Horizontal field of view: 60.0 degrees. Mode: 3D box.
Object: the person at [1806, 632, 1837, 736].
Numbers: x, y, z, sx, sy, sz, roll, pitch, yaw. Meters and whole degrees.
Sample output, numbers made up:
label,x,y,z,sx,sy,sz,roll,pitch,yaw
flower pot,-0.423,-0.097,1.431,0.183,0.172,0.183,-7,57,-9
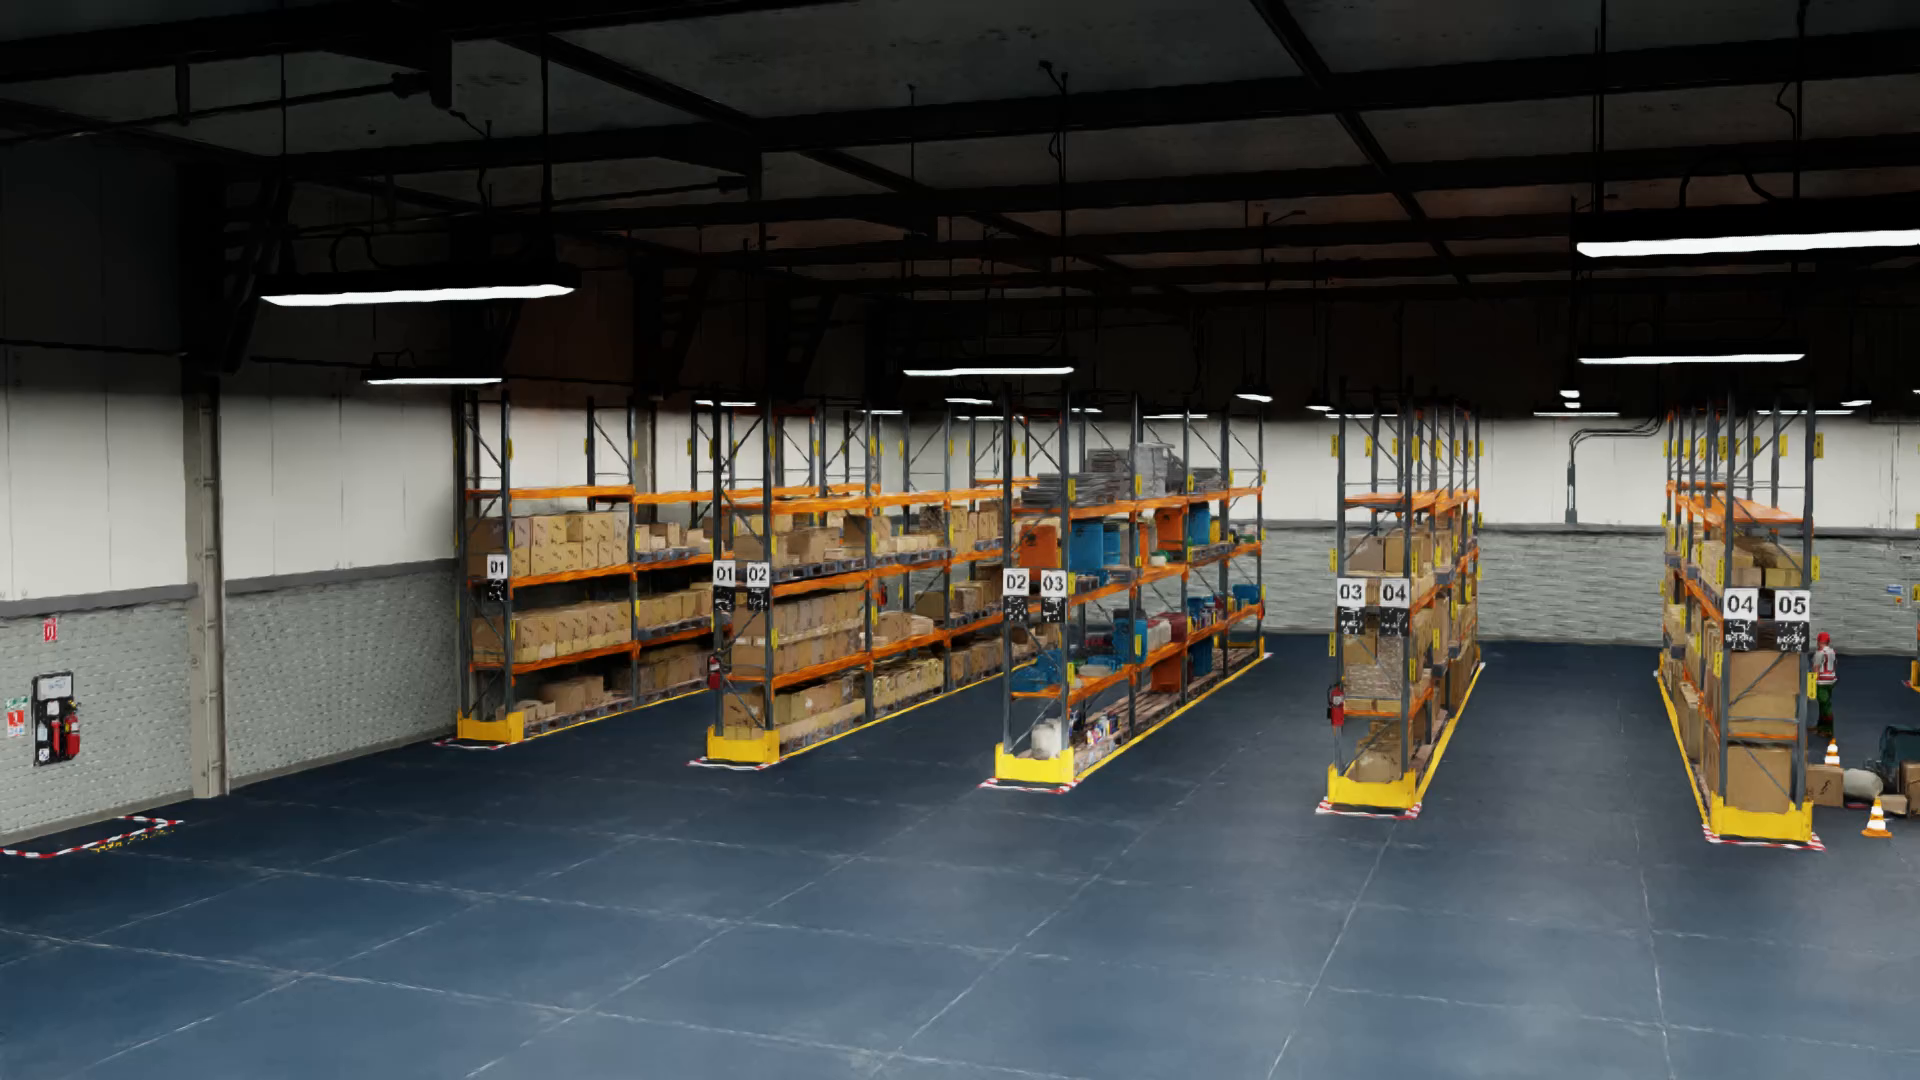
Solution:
label,x,y,z,sx,sy,sz,roll,pitch,yaw
person,15.045,2.494,29.043,0.655,1.785,0.577,-2,4,-38
